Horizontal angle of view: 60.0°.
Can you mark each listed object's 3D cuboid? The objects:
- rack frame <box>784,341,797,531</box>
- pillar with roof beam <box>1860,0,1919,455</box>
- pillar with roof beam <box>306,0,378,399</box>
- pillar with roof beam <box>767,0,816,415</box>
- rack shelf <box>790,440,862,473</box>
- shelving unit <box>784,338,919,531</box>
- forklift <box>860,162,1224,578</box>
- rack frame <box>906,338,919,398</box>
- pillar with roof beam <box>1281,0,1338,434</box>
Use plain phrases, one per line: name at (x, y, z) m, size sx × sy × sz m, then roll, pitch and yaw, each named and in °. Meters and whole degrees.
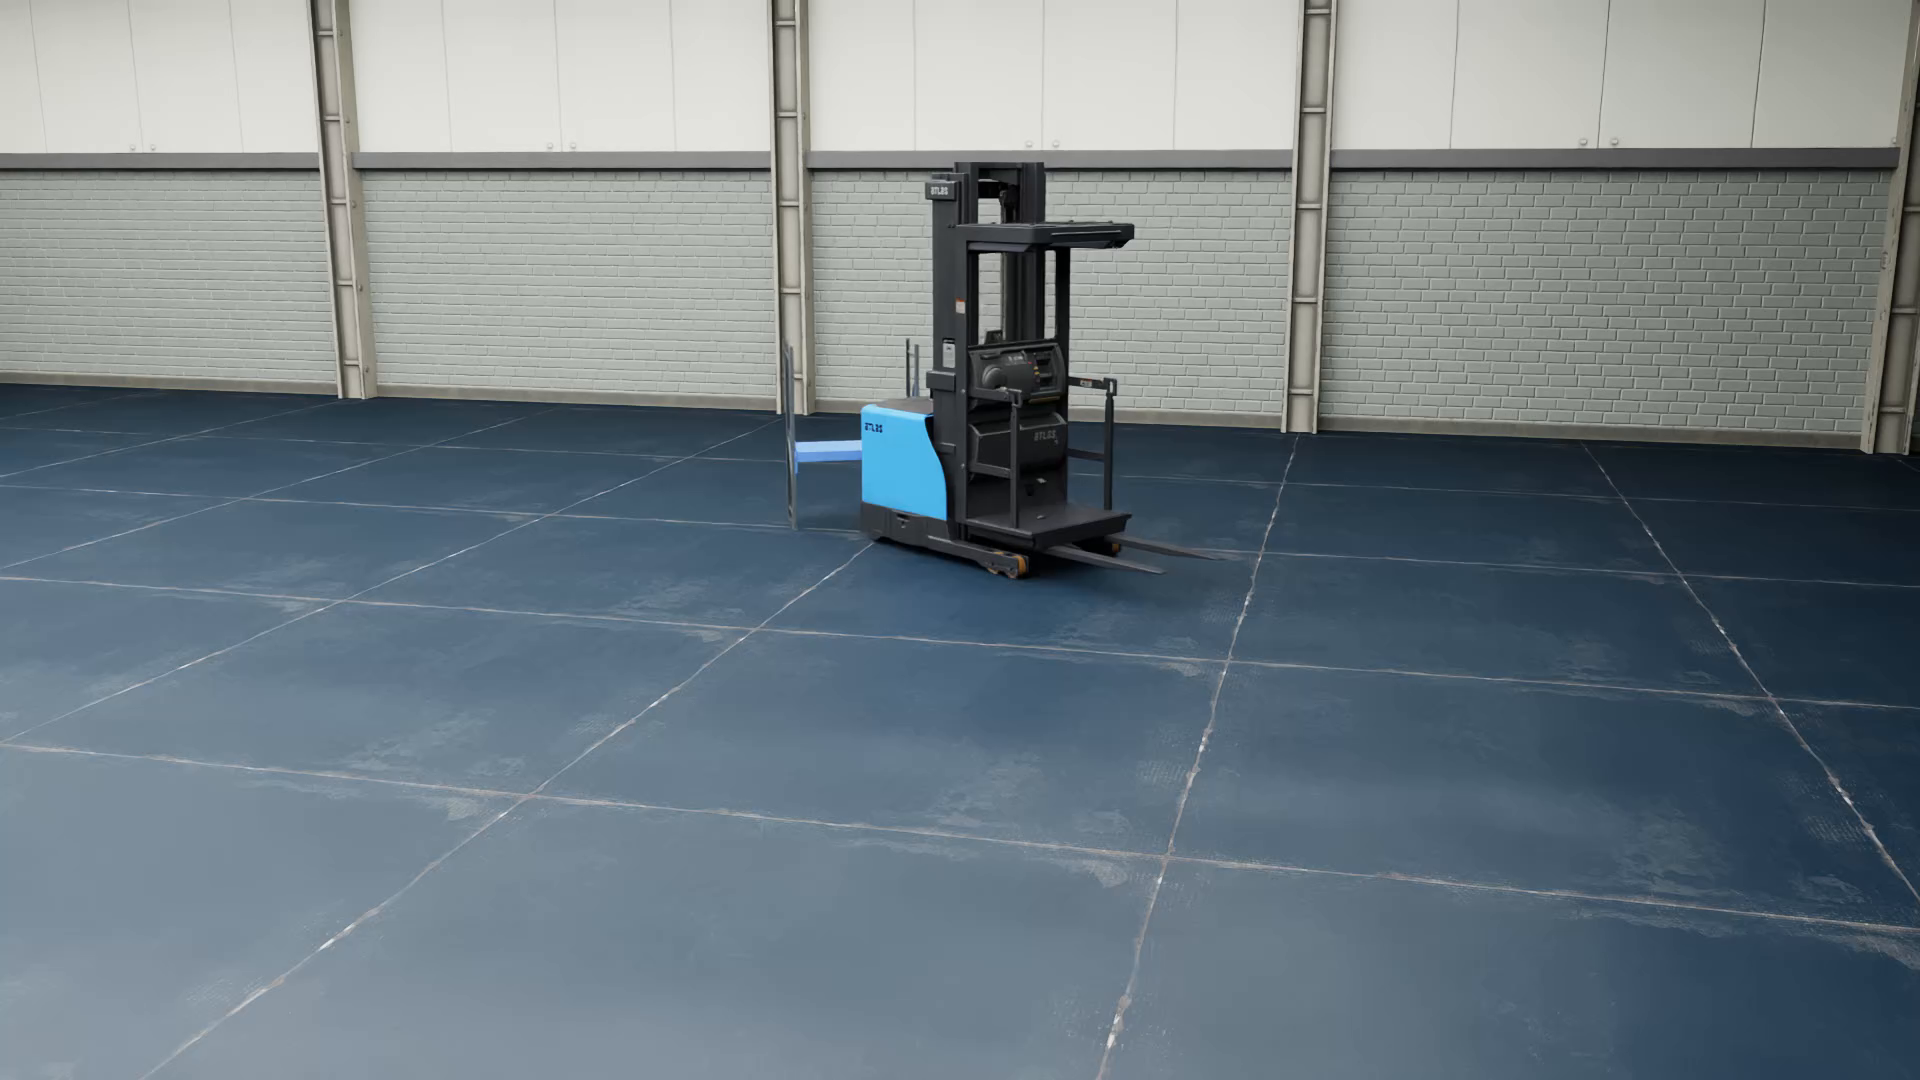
rack frame at (-1.391, -0.860, 13.648) m, size 0.032 × 1.500 × 0.500 m, roll -2°, pitch 13°, yaw -11°
pillar with roof beam at (8.631, -4.410, 12.335) m, size 0.400 × 9.000 × 9.100 m, roll 3°, pitch 13°, yaw 14°
pillar with roof beam at (-8.844, -5.344, 16.545) m, size 0.400 × 9.000 × 9.100 m, roll 3°, pitch 13°, yaw 14°
pillar with roof beam at (-3.019, -5.033, 15.142) m, size 0.400 × 9.000 × 9.100 m, roll 3°, pitch 13°, yaw 14°
rack shelf at (-0.892, -0.706, 13.781) m, size 1.000 × 0.185 × 0.538 m, roll -2°, pitch 13°, yaw -11°
shelving unit at (-0.892, -0.881, 13.742) m, size 1.048 × 1.500 × 0.538 m, roll -2°, pitch 13°, yaw -11°
forklift at (0.576, -1.279, 12.233) m, size 1.130 × 2.935 × 3.031 m, roll -11°, pitch 17°, yaw -41°
rack frame at (-0.393, -0.902, 13.837) m, size 0.032 × 1.500 × 0.500 m, roll -2°, pitch 13°, yaw -11°
pillar with roof beam at (2.806, -4.721, 13.739) m, size 0.400 × 9.000 × 9.100 m, roll 3°, pitch 13°, yaw 14°
